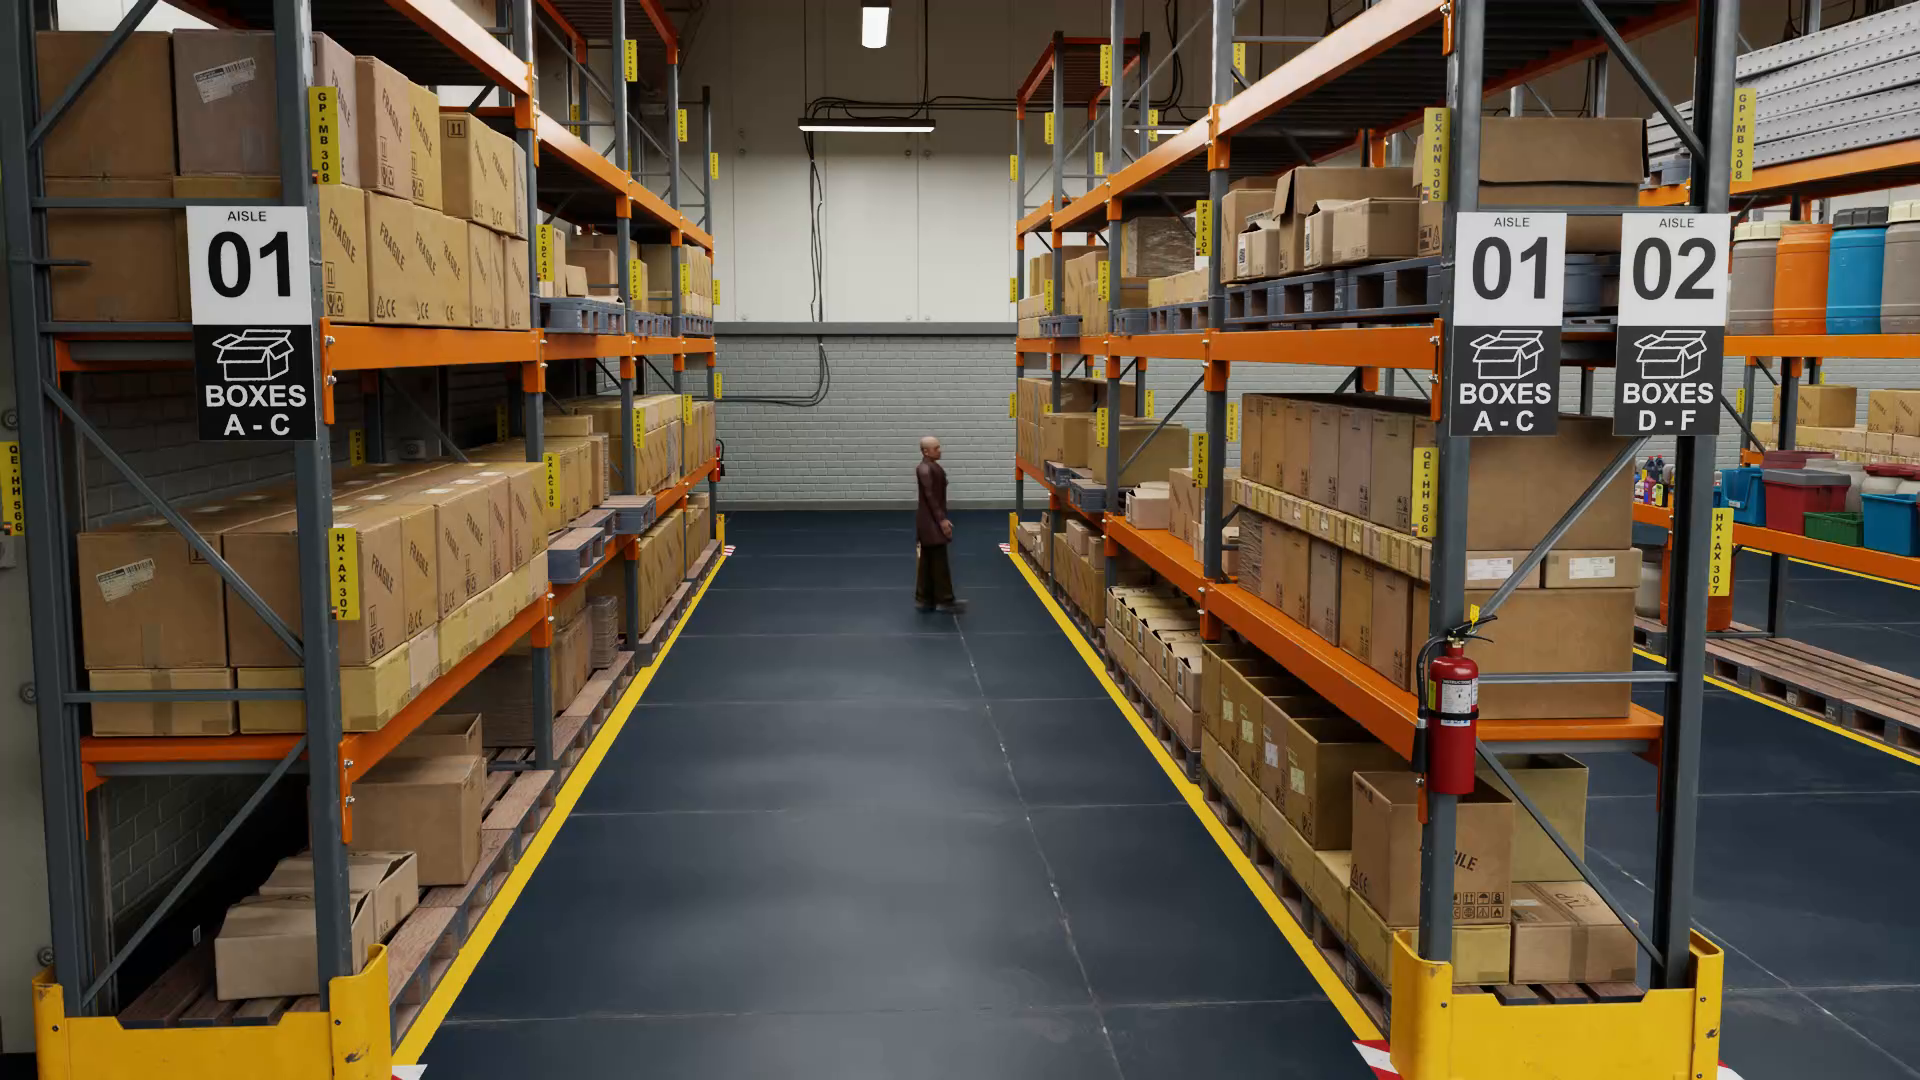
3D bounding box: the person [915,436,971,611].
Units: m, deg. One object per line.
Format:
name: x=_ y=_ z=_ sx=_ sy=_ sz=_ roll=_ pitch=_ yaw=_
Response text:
person: x=-0.177 y=-0.173 z=17.058 sx=0.579 sy=1.783 sz=0.596 roll=0 pitch=7 yaw=0
